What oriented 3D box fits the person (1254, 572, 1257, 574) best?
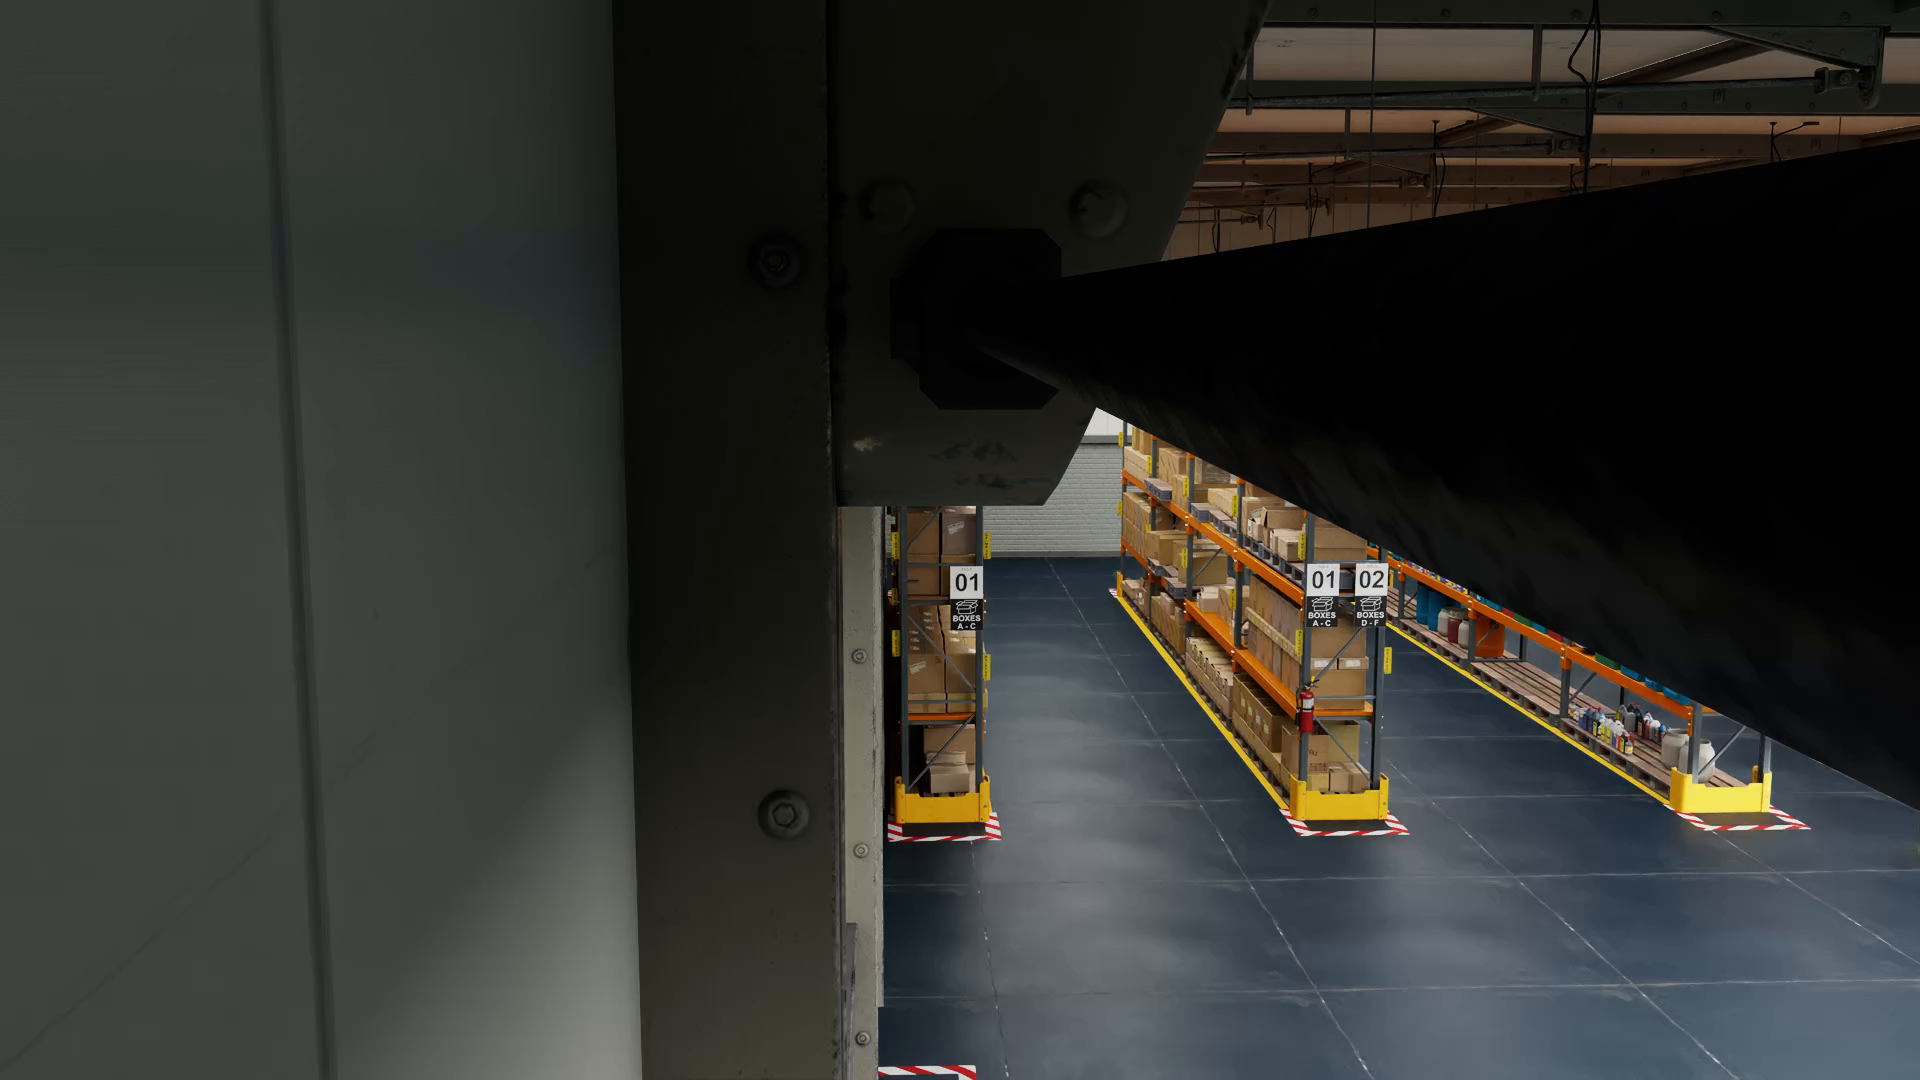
[{"bbox_3d":[6.220,0.760,33.533,0.675,1.804,0.689,-1,8,-8],"label":"person"}]
